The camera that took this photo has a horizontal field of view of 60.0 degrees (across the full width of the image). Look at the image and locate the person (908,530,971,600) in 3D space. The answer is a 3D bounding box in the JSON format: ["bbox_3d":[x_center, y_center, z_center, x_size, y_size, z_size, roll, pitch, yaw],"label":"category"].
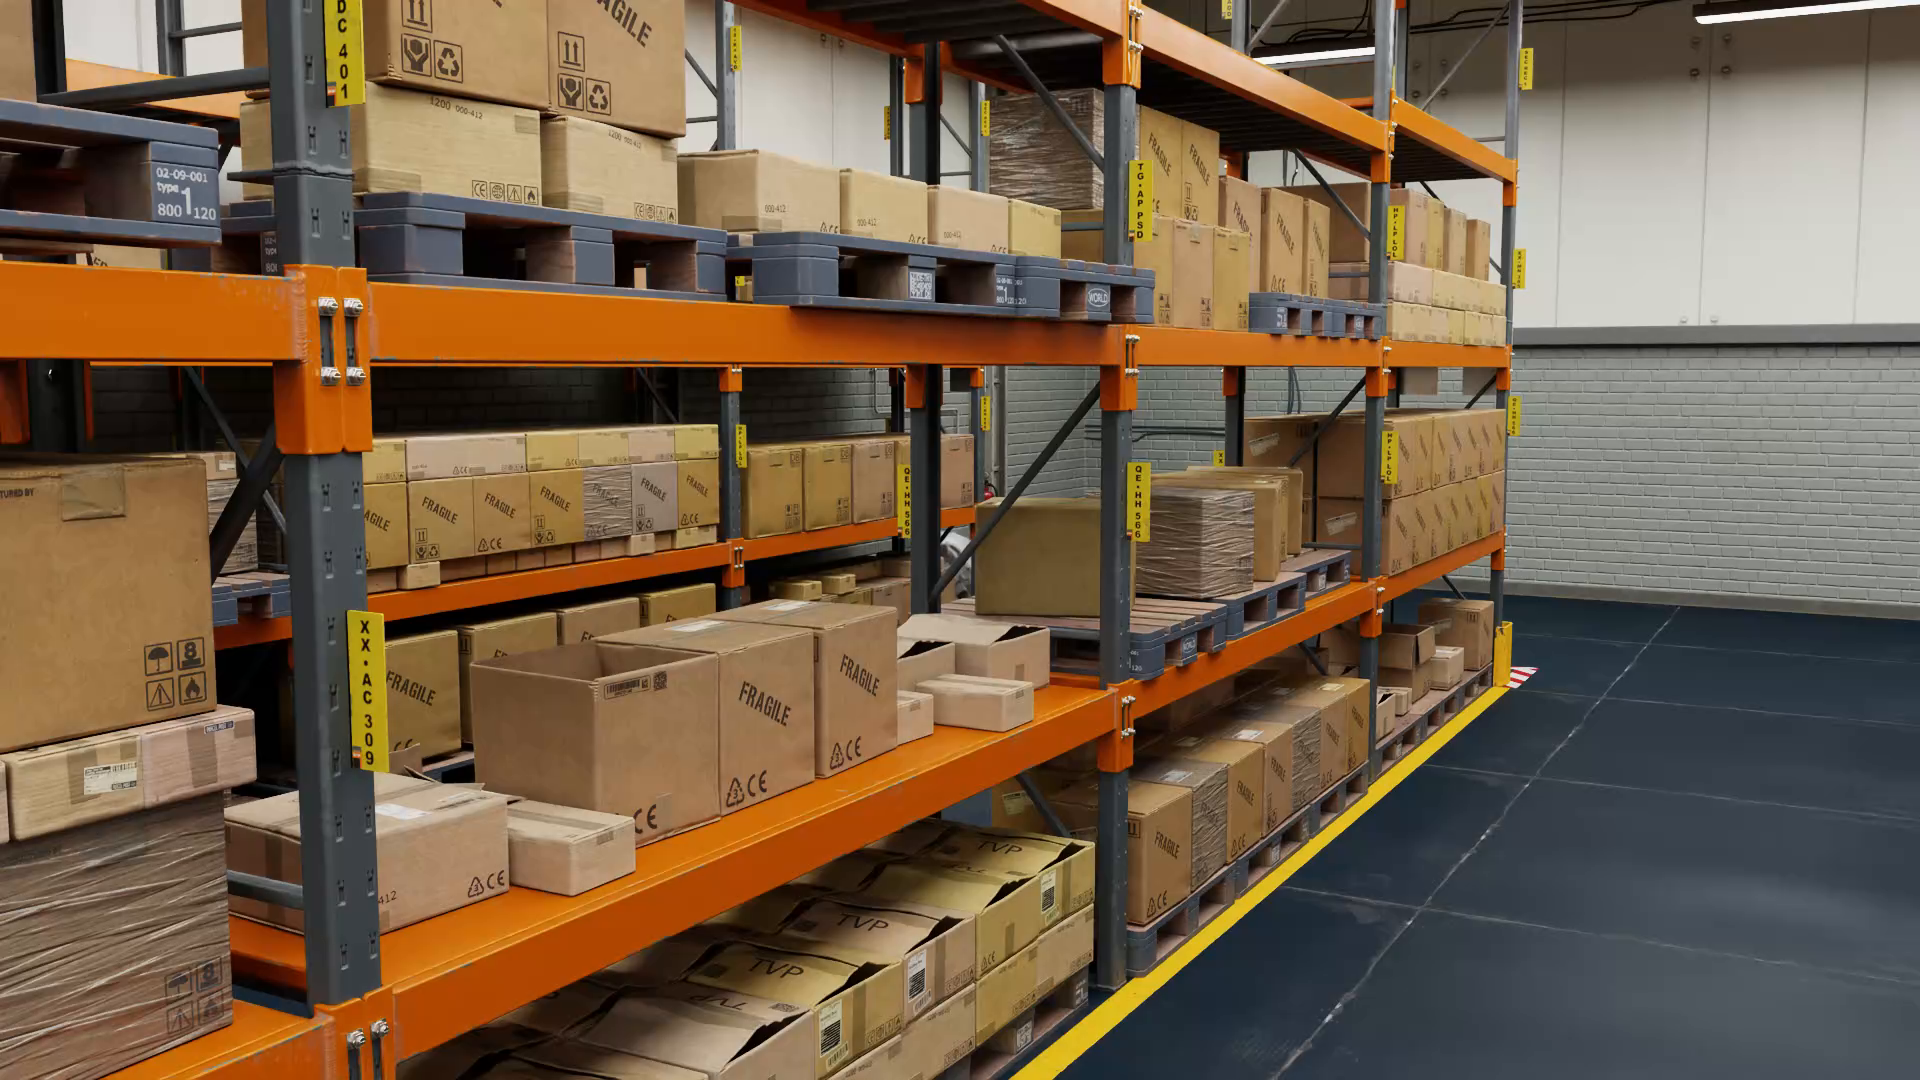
[{"bbox_3d":[-0.141,0.323,17.794,0.937,0.981,0.539,3,6,25],"label":"person"}]
